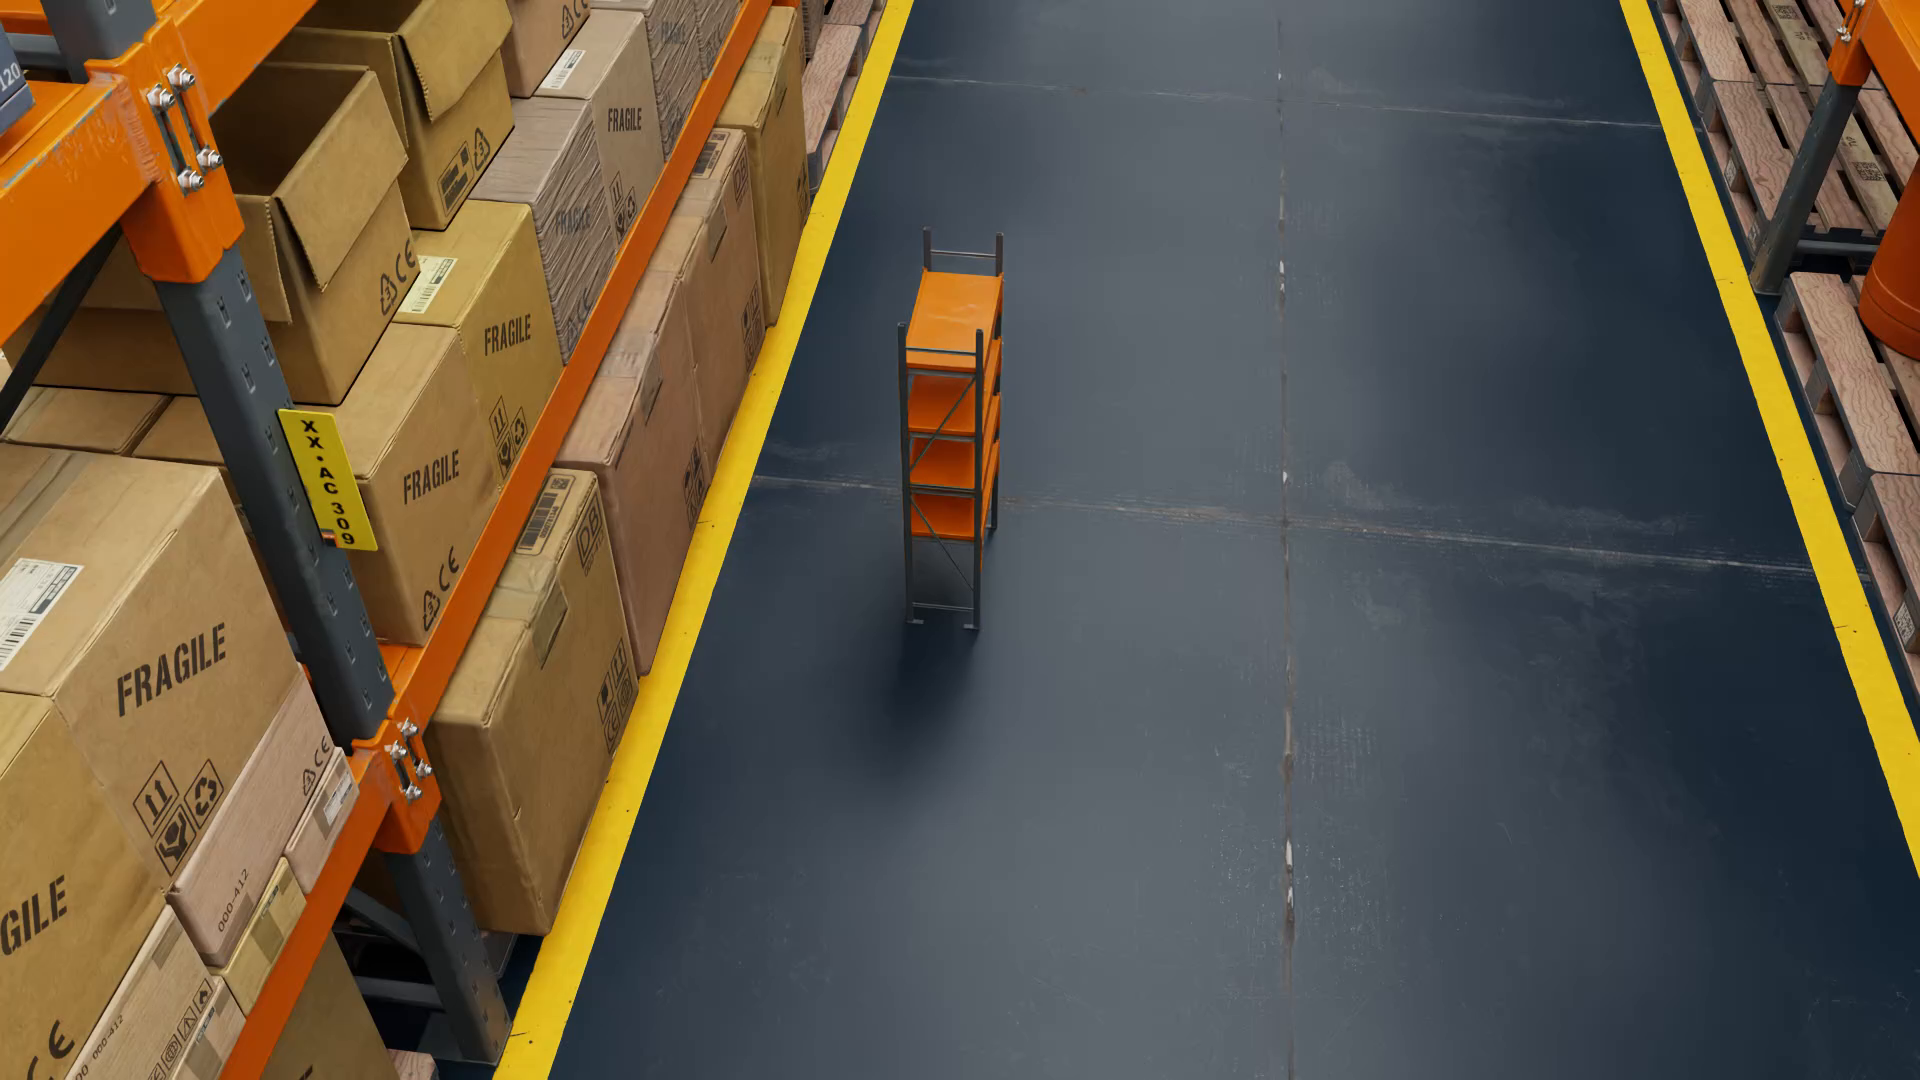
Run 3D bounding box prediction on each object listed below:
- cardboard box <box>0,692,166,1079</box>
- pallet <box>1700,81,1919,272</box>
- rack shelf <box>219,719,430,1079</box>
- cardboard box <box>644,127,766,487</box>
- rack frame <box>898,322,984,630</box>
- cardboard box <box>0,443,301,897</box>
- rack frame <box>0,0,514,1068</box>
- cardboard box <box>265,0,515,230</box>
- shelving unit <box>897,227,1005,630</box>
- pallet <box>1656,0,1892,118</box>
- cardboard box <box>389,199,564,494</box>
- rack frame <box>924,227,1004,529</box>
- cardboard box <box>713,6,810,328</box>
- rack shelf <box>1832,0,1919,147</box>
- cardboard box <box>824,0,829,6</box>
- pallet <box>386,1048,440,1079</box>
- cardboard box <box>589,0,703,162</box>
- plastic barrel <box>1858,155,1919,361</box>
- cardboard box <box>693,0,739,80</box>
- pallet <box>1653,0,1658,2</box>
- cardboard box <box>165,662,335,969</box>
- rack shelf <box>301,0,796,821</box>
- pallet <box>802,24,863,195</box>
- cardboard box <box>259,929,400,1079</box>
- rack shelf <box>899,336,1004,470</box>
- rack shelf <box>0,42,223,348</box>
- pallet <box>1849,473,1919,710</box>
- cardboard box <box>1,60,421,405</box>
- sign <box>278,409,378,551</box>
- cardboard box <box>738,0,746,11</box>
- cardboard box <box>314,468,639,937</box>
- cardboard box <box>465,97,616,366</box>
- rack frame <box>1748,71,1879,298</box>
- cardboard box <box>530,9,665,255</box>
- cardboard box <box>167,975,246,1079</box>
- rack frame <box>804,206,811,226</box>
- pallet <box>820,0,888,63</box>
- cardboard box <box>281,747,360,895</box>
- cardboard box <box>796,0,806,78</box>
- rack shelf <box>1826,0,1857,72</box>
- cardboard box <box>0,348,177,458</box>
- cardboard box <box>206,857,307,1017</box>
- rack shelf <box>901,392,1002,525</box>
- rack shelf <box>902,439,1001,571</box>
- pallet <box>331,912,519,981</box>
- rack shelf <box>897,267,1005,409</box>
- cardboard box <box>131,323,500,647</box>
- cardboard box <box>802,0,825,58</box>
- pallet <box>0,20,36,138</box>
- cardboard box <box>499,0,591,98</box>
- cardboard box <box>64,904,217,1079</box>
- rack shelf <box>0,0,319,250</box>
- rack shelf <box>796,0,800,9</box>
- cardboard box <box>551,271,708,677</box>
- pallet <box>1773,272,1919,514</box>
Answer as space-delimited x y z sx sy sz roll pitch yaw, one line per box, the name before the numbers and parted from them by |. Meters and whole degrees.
cardboard box | -1.550 0.543 2.342 0.500 0.500 0.500 6 44 6
pallet | 3.895 -1.597 7.284 1.003 0.211 1.213 5 44 6
rack shelf | -1.948 1.815 2.175 1.077 0.370 4.000 5 44 6
cardboard box | -1.393 -0.841 5.697 1.225 0.875 0.875 5 44 6
rack frame | -0.054 -0.157 5.043 0.240 1.200 0.015 5 44 6
cardboard box | -1.480 0.202 2.702 0.500 0.500 0.500 6 44 7
rack frame | -1.684 0.190 3.367 1.000 3.000 0.127 5 44 6
cardboard box | -1.506 -1.113 3.941 0.797 0.503 0.637 6 44 6
shelving unit | -0.022 -0.323 5.218 0.258 1.200 0.503 5 44 6
pallet | 4.059 -2.426 8.159 1.003 0.211 1.213 5 44 6
cardboard box | -1.310 -0.479 4.002 0.500 0.500 0.500 5 44 6
rack frame | 0.010 -0.489 5.394 0.240 1.200 0.015 5 44 6
cardboard box | -1.267 -1.448 6.338 1.225 0.875 0.875 3 44 4
rack shelf | 3.490 -0.461 4.579 1.077 0.370 4.000 5 44 6
cardboard box | -0.958 -3.012 8.248 0.700 0.500 0.500 9 44 9
pallet | -1.862 1.714 3.786 1.003 0.211 1.213 5 44 6
cardboard box | -1.112 -1.520 5.101 0.500 0.500 0.500 4 44 4
plastic barrel | 3.707 -1.115 6.019 0.600 0.830 0.708 5 44 6
cardboard box | -1.047 -1.874 5.475 0.500 0.500 0.500 5 44 5
pallet | 4.218 -3.260 9.040 1.003 0.211 1.213 5 44 6
cardboard box | -1.482 0.462 2.974 0.500 0.250 0.500 4 44 5
rack shelf | -1.420 -0.911 5.054 1.077 0.370 4.000 5 44 6
pallet | -1.050 -2.056 7.767 1.003 0.211 1.213 5 44 6
cardboard box | -1.851 1.252 3.486 0.875 0.875 0.875 5 44 6
rack shelf | -0.022 -0.436 5.111 0.258 0.148 0.480 5 44 6
rack shelf | -1.948 0.725 1.144 1.077 0.370 4.000 5 44 6
pallet | 3.528 0.297 5.283 1.003 0.211 1.213 5 44 6
cardboard box | -1.608 -0.646 3.449 0.797 0.503 0.637 4 44 4
sign | -1.134 -0.103 2.990 0.100 0.325 0.005 5 44 6
cardboard box | -0.975 -2.213 5.833 0.500 0.500 0.500 6 44 7
cardboard box | -1.619 0.371 4.416 1.225 0.875 0.875 5 44 6
cardboard box | -1.243 -0.820 4.362 0.500 0.500 0.500 4 44 5
rack frame | 3.754 -2.086 5.771 1.000 3.000 0.127 5 44 6
cardboard box | -1.180 -1.173 4.735 0.500 0.500 0.500 6 44 6
cardboard box | -1.468 0.870 2.833 0.380 0.149 0.250 5 44 5
rack frame | -1.155 -2.536 6.246 1.000 3.000 0.127 5 44 6
pallet | -0.887 -2.885 8.643 1.003 0.211 1.213 5 44 6
cardboard box | -1.400 0.519 3.203 0.380 0.149 0.250 5 44 6
cardboard box | -1.086 -2.246 7.439 0.700 0.500 0.500 3 44 3
rack shelf | 4.019 -3.187 7.458 1.077 0.370 4.000 5 44 6
cardboard box | -1.893 -0.190 3.696 0.500 0.500 0.500 5 44 6
cardboard box | -1.433 0.695 3.017 0.380 0.149 0.250 6 44 6
rack shelf | -0.022 -0.274 5.265 0.258 0.148 0.480 5 44 6
rack shelf | -0.022 -0.130 5.401 0.258 0.148 0.480 5 44 6
pallet | -1.657 0.670 4.889 1.003 0.211 1.213 5 44 6
rack shelf | -0.022 -0.608 4.948 0.258 0.148 0.480 5 44 6
cardboard box | -1.375 -0.137 3.640 0.500 0.500 0.500 5 44 6
cardboard box | -1.026 -2.625 7.839 0.700 0.500 0.500 2 43 2
pallet | -1.803 -0.310 1.779 1.003 0.211 1.213 5 44 6
cardboard box | -1.439 -1.538 4.390 0.797 0.503 0.637 7 44 7
cardboard box | -1.548 0.814 2.601 0.500 0.250 0.500 6 44 7
rack shelf | -1.420 -2.001 4.023 1.077 0.370 4.000 5 44 6
rack shelf | -0.891 -3.638 7.933 1.077 0.370 4.000 5 44 6
cardboard box | -1.502 -0.238 5.059 1.225 0.875 0.875 4 44 4
pallet | 3.691 -0.532 6.158 1.003 0.211 1.213 5 44 6
